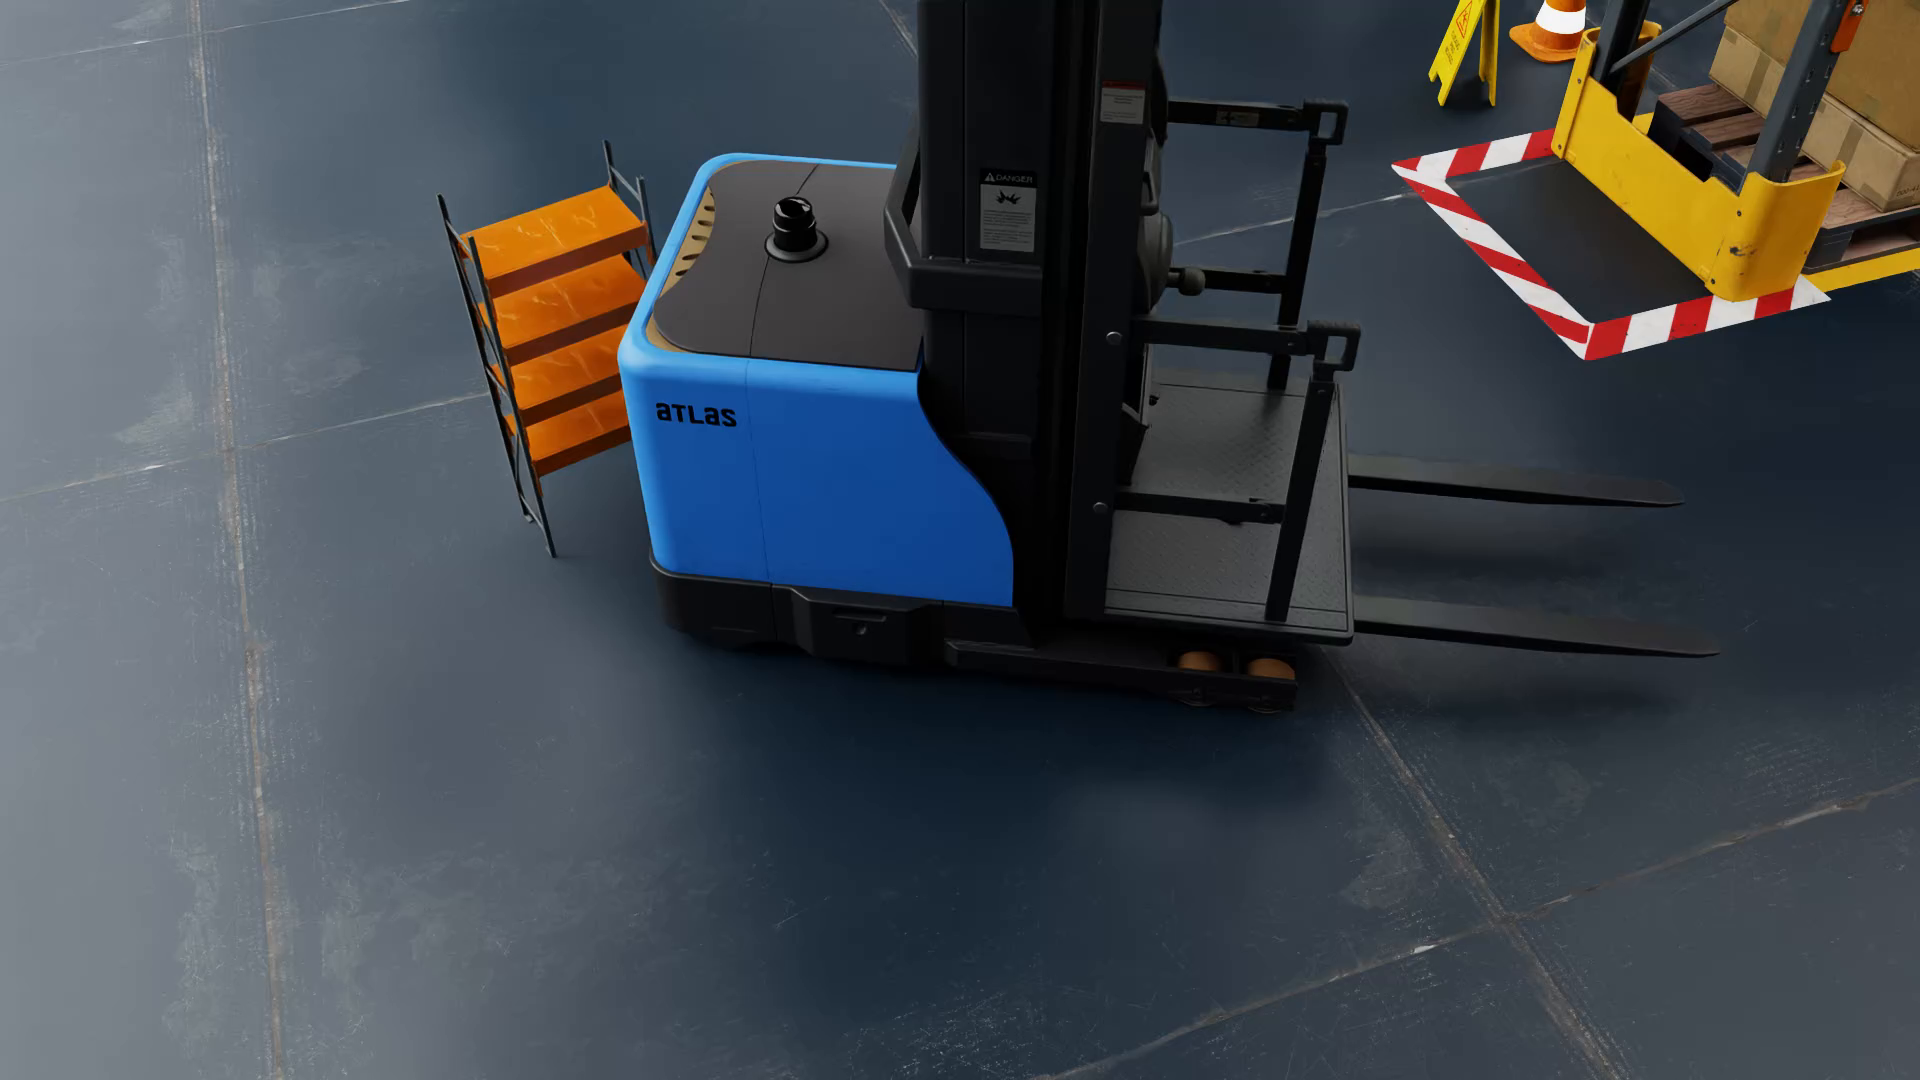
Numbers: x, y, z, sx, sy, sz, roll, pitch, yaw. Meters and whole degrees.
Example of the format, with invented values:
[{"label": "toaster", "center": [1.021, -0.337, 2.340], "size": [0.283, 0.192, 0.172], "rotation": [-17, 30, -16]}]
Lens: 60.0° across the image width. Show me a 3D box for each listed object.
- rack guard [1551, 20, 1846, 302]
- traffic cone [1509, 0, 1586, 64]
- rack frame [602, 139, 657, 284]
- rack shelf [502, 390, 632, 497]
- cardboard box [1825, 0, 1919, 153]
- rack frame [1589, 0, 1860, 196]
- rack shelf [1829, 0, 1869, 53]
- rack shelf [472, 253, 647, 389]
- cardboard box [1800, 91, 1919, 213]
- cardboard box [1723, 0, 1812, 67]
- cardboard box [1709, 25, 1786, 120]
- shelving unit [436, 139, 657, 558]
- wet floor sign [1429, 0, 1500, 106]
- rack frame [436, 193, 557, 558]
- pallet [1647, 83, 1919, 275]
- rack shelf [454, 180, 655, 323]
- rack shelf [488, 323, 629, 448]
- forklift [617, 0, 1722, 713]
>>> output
[{"label": "rack guard", "center": [2.780, -1.471, 6.363], "size": [0.348, 0.500, 1.175], "rotation": [-14, 47, -14]}, {"label": "traffic cone", "center": [2.675, -2.402, 7.318], "size": [0.334, 0.463, 0.336], "rotation": [-14, 47, -14]}, {"label": "rack frame", "center": [-0.928, -0.631, 5.025], "size": [0.015, 1.200, 0.240], "rotation": [-25, 50, -22]}, {"label": "rack shelf", "center": [-1.130, -0.348, 5.121], "size": [0.480, 0.148, 0.258], "rotation": [-25, 50, -22]}, {"label": "cardboard box", "center": [3.583, -1.793, 6.035], "size": [0.500, 0.500, 0.500], "rotation": [-16, 47, -15]}, {"label": "rack frame", "center": [2.708, -2.335, 5.460], "size": [0.127, 3.000, 1.000], "rotation": [-14, 47, -14]}, {"label": "rack shelf", "center": [4.589, -2.562, 6.194], "size": [4.000, 0.370, 1.077], "rotation": [-14, 47, -14]}, {"label": "rack shelf", "center": [-1.134, -0.645, 4.822], "size": [0.480, 0.148, 0.258], "rotation": [-25, 50, -22]}, {"label": "cardboard box", "center": [3.561, -1.522, 6.294], "size": [0.500, 0.250, 0.500], "rotation": [-15, 47, -14]}, {"label": "cardboard box", "center": [3.373, -2.144, 6.384], "size": [0.500, 0.500, 0.500], "rotation": [-14, 47, -14]}, {"label": "cardboard box", "center": [3.400, -1.892, 6.663], "size": [0.500, 0.250, 0.500], "rotation": [-15, 47, -14]}, {"label": "shelving unit", "center": [-1.133, -0.535, 4.933], "size": [0.503, 1.200, 0.258], "rotation": [-25, 50, -22]}, {"label": "wet floor sign", "center": [2.166, -2.171, 6.958], "size": [0.232, 0.644, 0.267], "rotation": [0, 45, 0]}, {"label": "rack frame", "center": [-1.337, -0.439, 4.840], "size": [0.015, 1.200, 0.240], "rotation": [-25, 50, -22]}, {"label": "pallet", "center": [3.556, -1.541, 6.637], "size": [1.213, 0.211, 1.003], "rotation": [-14, 47, -14]}, {"label": "rack shelf", "center": [-1.136, -0.812, 4.654], "size": [0.480, 0.148, 0.258], "rotation": [-25, 50, -22]}, {"label": "rack shelf", "center": [-1.132, -0.488, 4.980], "size": [0.480, 0.148, 0.258], "rotation": [-25, 50, -22]}, {"label": "forklift", "center": [0.664, -0.943, 4.121], "size": [3.031, 2.935, 1.130], "rotation": [6, 45, 5]}]
